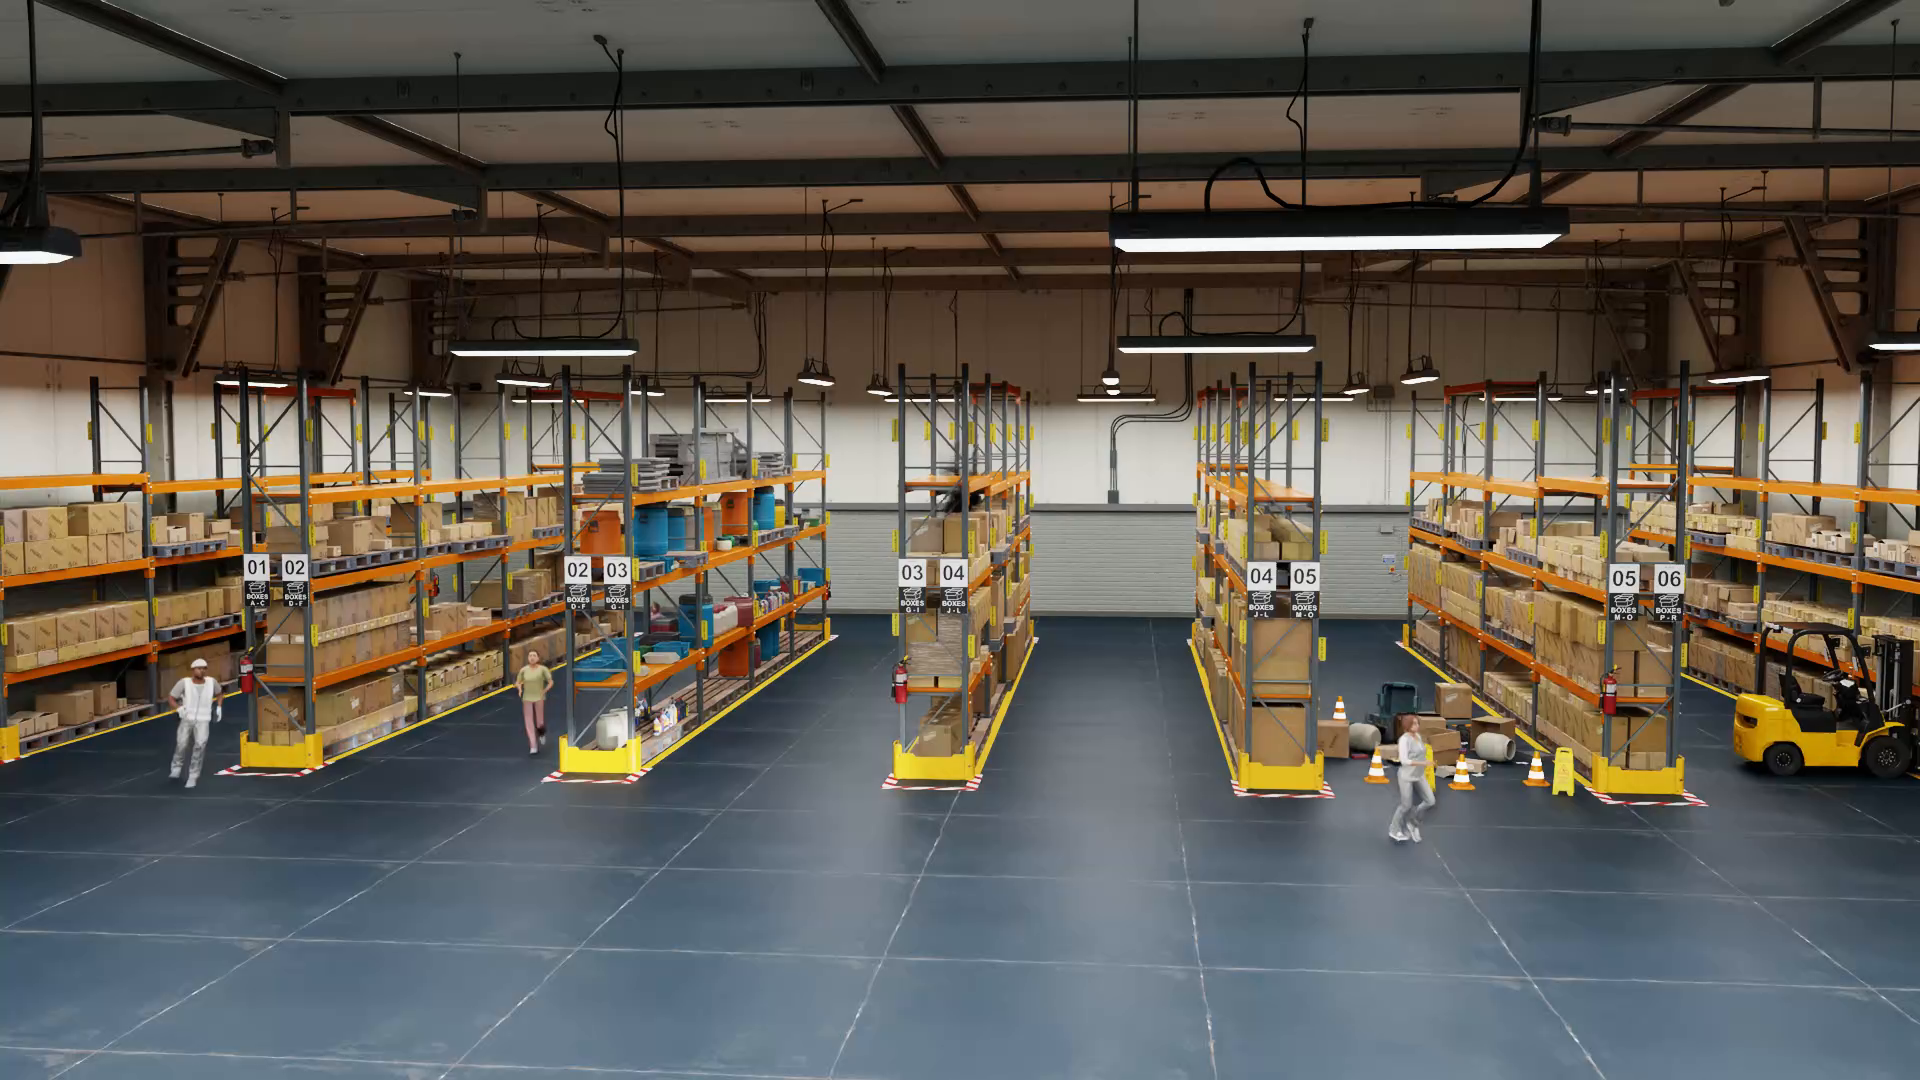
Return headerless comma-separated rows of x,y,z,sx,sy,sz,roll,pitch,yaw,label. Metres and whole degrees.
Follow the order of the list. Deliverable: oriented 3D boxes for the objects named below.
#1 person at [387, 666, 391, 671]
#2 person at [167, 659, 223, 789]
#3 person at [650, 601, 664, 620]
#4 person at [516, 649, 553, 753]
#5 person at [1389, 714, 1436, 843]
-11.162,2.102,32.167,0.584,1.754,0.776,1,4,8,person
-10.930,2.601,23.795,0.748,1.806,0.776,-2,4,-29,person
-6.143,2.039,33.515,0.538,1.615,0.786,1,4,11,person
-6.687,2.514,26.104,0.578,1.618,0.571,0,4,-6,person
5.508,2.903,20.196,0.510,1.578,0.644,-3,5,-36,person
